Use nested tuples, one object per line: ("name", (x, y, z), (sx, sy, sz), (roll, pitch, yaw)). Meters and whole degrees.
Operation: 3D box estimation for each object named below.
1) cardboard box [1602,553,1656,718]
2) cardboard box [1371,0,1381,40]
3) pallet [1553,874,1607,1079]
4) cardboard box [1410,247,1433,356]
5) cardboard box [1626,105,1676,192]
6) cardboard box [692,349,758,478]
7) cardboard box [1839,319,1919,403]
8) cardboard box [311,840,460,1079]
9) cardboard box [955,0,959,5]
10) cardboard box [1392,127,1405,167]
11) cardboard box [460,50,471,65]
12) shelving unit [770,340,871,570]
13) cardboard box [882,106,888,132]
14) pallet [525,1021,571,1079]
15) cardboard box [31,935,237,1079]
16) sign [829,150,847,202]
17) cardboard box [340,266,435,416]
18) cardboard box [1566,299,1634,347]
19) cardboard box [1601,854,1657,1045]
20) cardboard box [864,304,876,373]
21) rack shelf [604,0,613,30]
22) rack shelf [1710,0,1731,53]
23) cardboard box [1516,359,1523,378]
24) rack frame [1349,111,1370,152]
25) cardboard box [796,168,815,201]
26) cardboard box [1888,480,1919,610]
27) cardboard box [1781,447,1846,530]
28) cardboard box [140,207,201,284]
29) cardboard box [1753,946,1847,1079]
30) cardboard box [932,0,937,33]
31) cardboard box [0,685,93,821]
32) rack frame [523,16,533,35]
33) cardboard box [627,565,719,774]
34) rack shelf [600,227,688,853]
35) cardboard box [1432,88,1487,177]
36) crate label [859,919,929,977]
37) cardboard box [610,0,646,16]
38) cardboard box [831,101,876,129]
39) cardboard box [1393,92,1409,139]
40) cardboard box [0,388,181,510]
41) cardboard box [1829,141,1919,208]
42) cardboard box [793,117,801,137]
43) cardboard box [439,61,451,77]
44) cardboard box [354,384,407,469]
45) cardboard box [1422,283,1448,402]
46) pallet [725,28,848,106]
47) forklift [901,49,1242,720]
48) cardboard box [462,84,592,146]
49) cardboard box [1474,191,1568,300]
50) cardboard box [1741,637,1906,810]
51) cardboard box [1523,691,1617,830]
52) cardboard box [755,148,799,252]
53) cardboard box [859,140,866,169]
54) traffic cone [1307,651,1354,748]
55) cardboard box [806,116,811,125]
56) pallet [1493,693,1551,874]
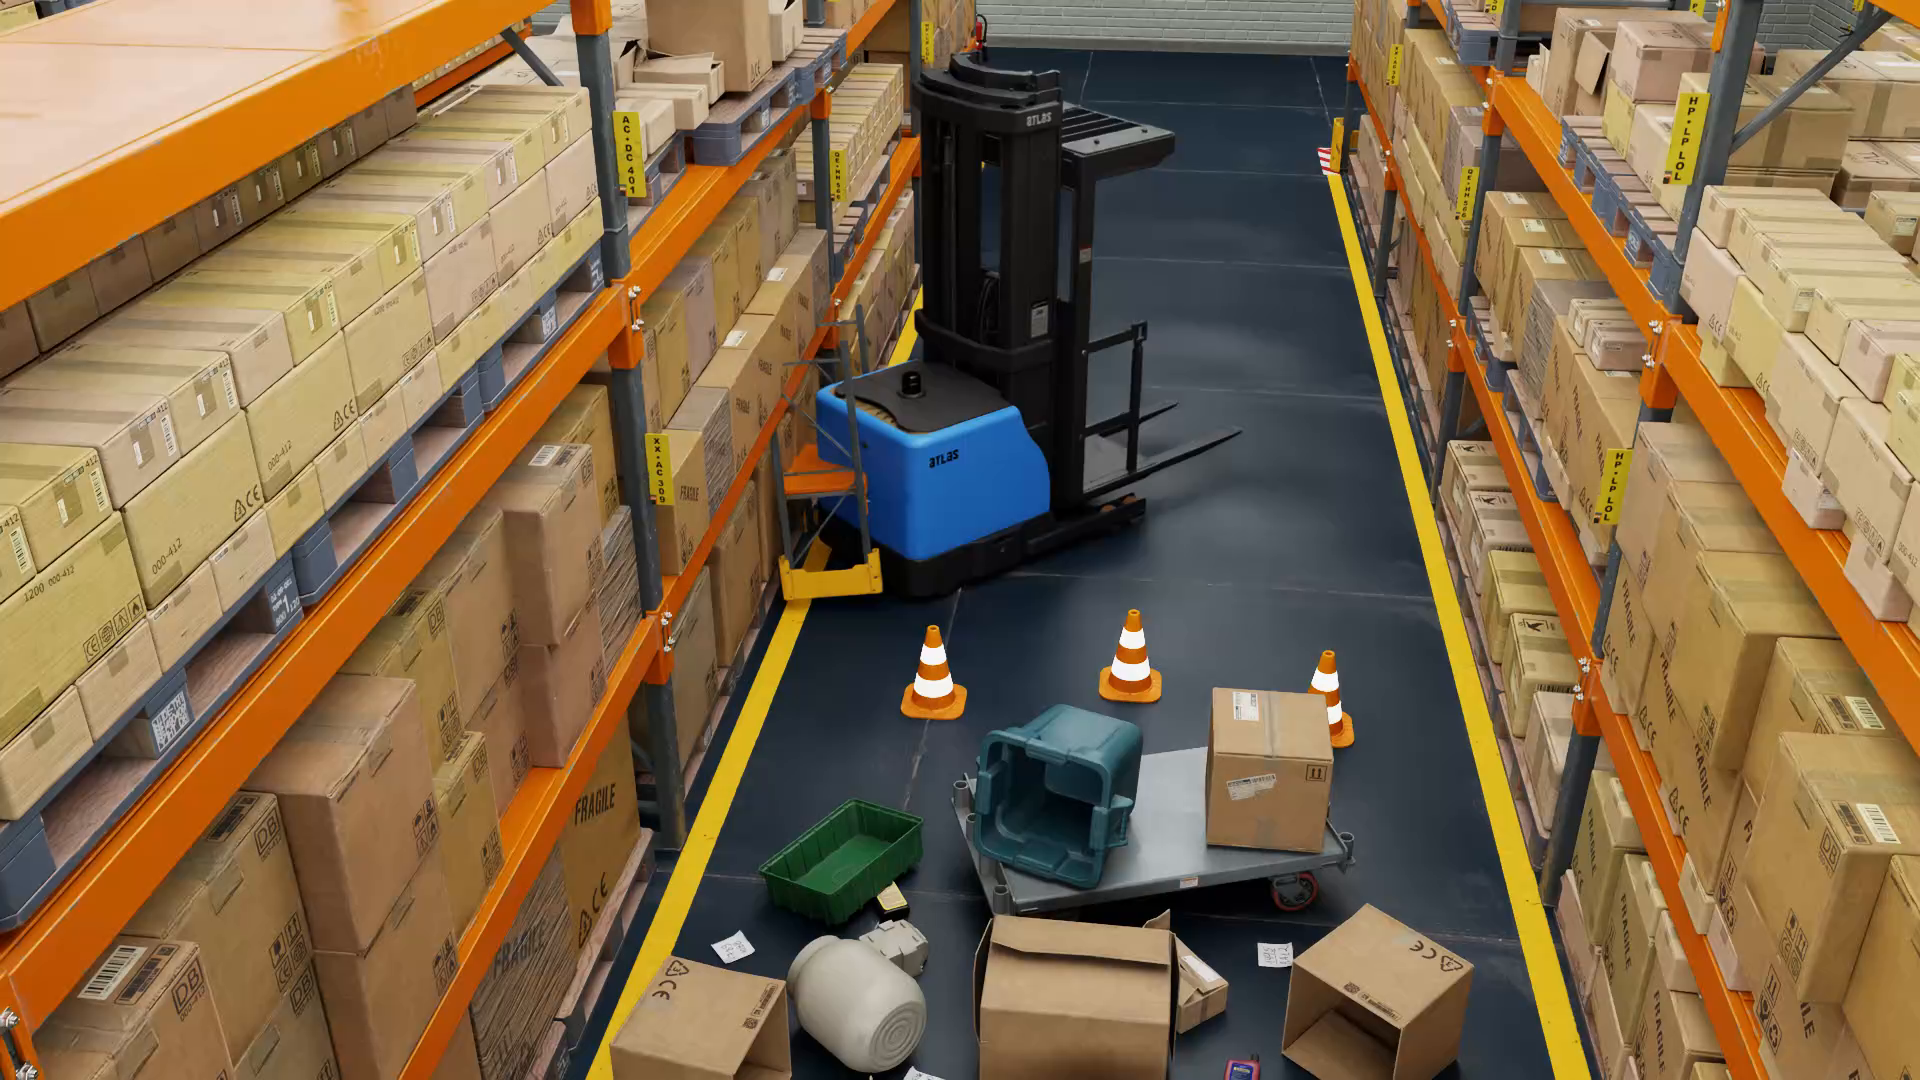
("cardboard box", (2.793, 0.348, 6.314), (0.500, 0.500, 0.500), (3, 28, 6))
("cardboard box", (4.080, -4.870, 15.259), (0.500, 0.500, 0.500), (3, 29, 6))
("pallet", (3.076, 1.878, 6.833), (1.003, 0.211, 1.213), (3, 28, 6))
("cardboard box", (4.004, -1.961, 12.816), (0.887, 0.875, 0.887), (4, 29, 7))
("cardboard box", (3.118, -1.628, 6.955), (0.500, 0.250, 0.500), (4, 29, 7))
("cardboard box", (-1.345, -0.657, 8.493), (0.500, 0.500, 0.500), (3, 28, 6))
("cardboard box", (2.656, -0.483, 4.538), (0.380, 0.149, 0.250), (3, 28, 5))
("cardboard box", (-2.052, 1.215, 4.965), (0.875, 0.550, 0.550), (3, 28, 6))
("cardboard box", (-0.258, -5.458, 16.037), (0.500, 0.500, 0.500), (5, 29, 9))
("cardboard box", (3.788, -3.176, 13.432), (0.500, 0.250, 0.500), (3, 28, 5))
("cardboard box", (-5.146, -4.875, 16.694), (0.384, 0.149, 0.255), (4, 29, 8))
("shelving unit", (-0.796, -0.540, 9.933), (0.500, 1.500, 0.985), (-4, 19, 3))
("cardboard box", (-0.768, -3.310, 13.032), (0.380, 0.149, 0.250), (2, 28, 5))
("pallet", (-2.120, 2.249, 6.145), (1.003, 0.211, 1.213), (3, 28, 6))
("cardboard box", (-2.208, 1.261, 3.742), (0.875, 0.550, 0.550), (3, 28, 6))
("sign", (-0.760, -2.270, 10.372), (0.100, 0.325, 0.005), (3, 28, 6))
("cardboard box", (-1.794, -0.564, 4.560), (0.500, 0.250, 0.500), (3, 28, 6))
("cardboard box", (3.038, -0.999, 7.688), (0.380, 0.149, 0.250), (2, 28, 4))
("cardboard box", (2.729, 1.543, 6.182), (0.500, 0.500, 0.500), (4, 29, 8))
("cardboard box", (-0.914, -1.430, 12.227), (0.500, 0.500, 0.500), (4, 29, 7))
("rack shelf", (-1.557, -2.998, 7.798), (1.077, 0.370, 4.000), (3, 28, 6))
("rack shelf", (3.368, -2.757, 7.353), (1.077, 0.370, 4.000), (3, 28, 6))
("cardboard box", (3.236, -0.979, 9.019), (0.380, 0.149, 0.250), (5, 29, 9))
("rack frame", (4.597, -5.316, 17.247), (0.949, 2.616, 0.053), (3, 28, 6))
("cardboard box", (-1.062, -2.335, 10.909), (0.380, 0.149, 0.250), (3, 28, 6))
("cardboard box", (2.550, 0.092, 3.891), (0.500, 0.250, 0.500), (4, 29, 8))
("cardboard box", (2.597, -0.143, 4.748), (0.380, 0.149, 0.250), (3, 28, 5))
("cardboard box", (-2.370, -0.830, 4.633), (0.380, 0.149, 0.250), (3, 28, 6))
("cardboard box", (2.557, 1.298, 4.551), (0.500, 0.500, 0.500), (3, 28, 6))
("cardboard box", (-0.476, -4.732, 14.689), (0.500, 0.500, 0.500), (3, 28, 5))
("cardboard box", (-1.932, 0.394, 3.203), (0.380, 0.149, 0.250), (4, 29, 7))
("rack frame", (-5.242, -5.892, 18.316), (1.000, 3.000, 0.127), (3, 28, 6))
("cardboard box", (-1.815, 0.600, 8.194), (1.050, 0.750, 0.750), (3, 28, 6))
("rack shelf", (-8.950, -1.292, 9.778), (15.905, 3.000, 4.168), (3, 28, 6))
("cardboard box", (3.539, -2.769, 11.359), (0.500, 0.500, 0.500), (3, 28, 6))
("crate label", (-0.294, 1.760, 7.130), (0.298, 0.136, 0.250), (-17, 33, -29))
("cardboard box", (-1.680, -2.710, 8.858), (0.500, 0.250, 0.500), (4, 29, 8))
("cardboard box", (-0.837, -3.196, 12.507), (0.380, 0.149, 0.250), (2, 28, 4))
("cardboard box", (3.770, -3.397, 13.315), (0.500, 0.250, 0.500), (3, 28, 5))
("cardboard box", (-1.872, -0.192, 3.449), (0.380, 0.149, 0.250), (3, 28, 5))
("cardboard box", (3.593, -1.359, 6.454), (0.500, 0.250, 0.500), (3, 28, 5))
("cardboard box", (-1.449, -3.227, 12.878), (0.380, 0.149, 0.250), (4, 29, 8))
("cardboard box", (-5.207, -4.629, 16.236), (0.380, 0.149, 0.250), (4, 29, 7))
("cardboard box", (-1.747, -0.320, 4.528), (0.380, 0.149, 0.250), (4, 29, 7))
("cardboard box", (3.894, -1.540, 12.035), (0.875, 0.875, 0.875), (4, 29, 7))
("pallet", (-1.338, -2.722, 9.468), (1.213, 0.211, 1.003), (5, 29, 9))
("forklift", (0.608, -1.222, 9.720), (3.778, 2.935, 2.125), (-21, 35, -34))
("cardboard box", (-1.530, -1.507, 5.890), (0.380, 0.149, 0.250), (3, 28, 6))
("cardboard box", (3.329, -1.712, 9.695), (0.500, 0.500, 0.500), (3, 28, 5))
("cardboard box", (2.708, 0.636, 4.725), (0.700, 0.500, 0.500), (3, 28, 6))
("cardboard box", (3.185, 1.057, 7.745), (0.950, 0.372, 0.625), (4, 29, 7))
("cardboard box", (-1.377, -2.064, 10.051), (0.700, 0.500, 0.500), (3, 28, 6))
("cardboard box", (-0.897, -2.818, 12.119), (0.380, 0.149, 0.250), (3, 28, 6))
("traffic cone", (1.886, 0.784, 8.599), (0.336, 0.463, 0.334), (3, 28, 6))
("cardboard box", (-1.389, -3.341, 13.403), (0.380, 0.149, 0.250), (4, 29, 7))
("pallet", (3.217, 1.193, 8.104), (1.003, 0.211, 1.213), (3, 28, 6))
